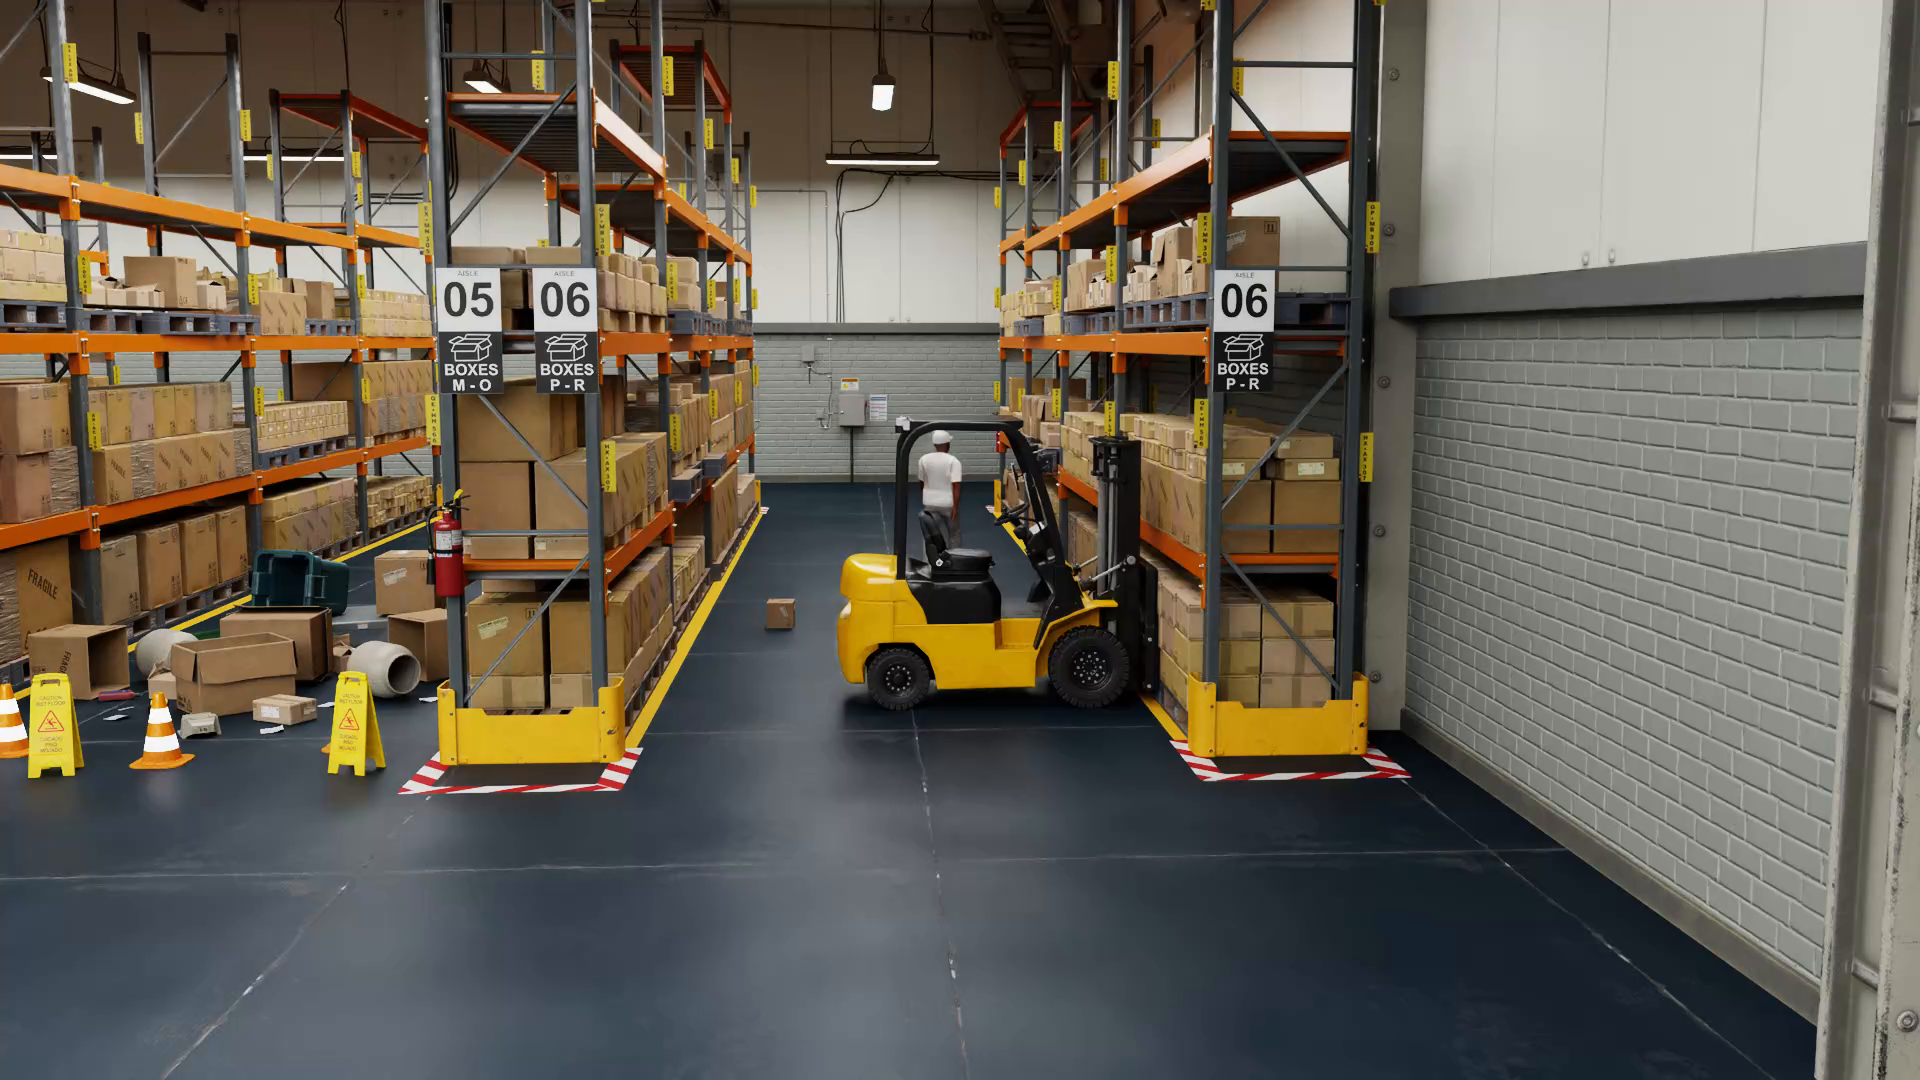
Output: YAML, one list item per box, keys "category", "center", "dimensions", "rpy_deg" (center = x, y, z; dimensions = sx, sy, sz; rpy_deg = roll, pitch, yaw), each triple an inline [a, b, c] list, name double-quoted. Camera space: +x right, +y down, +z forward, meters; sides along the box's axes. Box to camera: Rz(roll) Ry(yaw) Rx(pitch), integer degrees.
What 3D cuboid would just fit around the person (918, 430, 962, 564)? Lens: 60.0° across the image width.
- category: "person"
  center: [-0.197, -0.424, 19.155]
  dimensions: [0.563, 1.712, 1.049]
  rpy_deg: [2, 7, 17]
